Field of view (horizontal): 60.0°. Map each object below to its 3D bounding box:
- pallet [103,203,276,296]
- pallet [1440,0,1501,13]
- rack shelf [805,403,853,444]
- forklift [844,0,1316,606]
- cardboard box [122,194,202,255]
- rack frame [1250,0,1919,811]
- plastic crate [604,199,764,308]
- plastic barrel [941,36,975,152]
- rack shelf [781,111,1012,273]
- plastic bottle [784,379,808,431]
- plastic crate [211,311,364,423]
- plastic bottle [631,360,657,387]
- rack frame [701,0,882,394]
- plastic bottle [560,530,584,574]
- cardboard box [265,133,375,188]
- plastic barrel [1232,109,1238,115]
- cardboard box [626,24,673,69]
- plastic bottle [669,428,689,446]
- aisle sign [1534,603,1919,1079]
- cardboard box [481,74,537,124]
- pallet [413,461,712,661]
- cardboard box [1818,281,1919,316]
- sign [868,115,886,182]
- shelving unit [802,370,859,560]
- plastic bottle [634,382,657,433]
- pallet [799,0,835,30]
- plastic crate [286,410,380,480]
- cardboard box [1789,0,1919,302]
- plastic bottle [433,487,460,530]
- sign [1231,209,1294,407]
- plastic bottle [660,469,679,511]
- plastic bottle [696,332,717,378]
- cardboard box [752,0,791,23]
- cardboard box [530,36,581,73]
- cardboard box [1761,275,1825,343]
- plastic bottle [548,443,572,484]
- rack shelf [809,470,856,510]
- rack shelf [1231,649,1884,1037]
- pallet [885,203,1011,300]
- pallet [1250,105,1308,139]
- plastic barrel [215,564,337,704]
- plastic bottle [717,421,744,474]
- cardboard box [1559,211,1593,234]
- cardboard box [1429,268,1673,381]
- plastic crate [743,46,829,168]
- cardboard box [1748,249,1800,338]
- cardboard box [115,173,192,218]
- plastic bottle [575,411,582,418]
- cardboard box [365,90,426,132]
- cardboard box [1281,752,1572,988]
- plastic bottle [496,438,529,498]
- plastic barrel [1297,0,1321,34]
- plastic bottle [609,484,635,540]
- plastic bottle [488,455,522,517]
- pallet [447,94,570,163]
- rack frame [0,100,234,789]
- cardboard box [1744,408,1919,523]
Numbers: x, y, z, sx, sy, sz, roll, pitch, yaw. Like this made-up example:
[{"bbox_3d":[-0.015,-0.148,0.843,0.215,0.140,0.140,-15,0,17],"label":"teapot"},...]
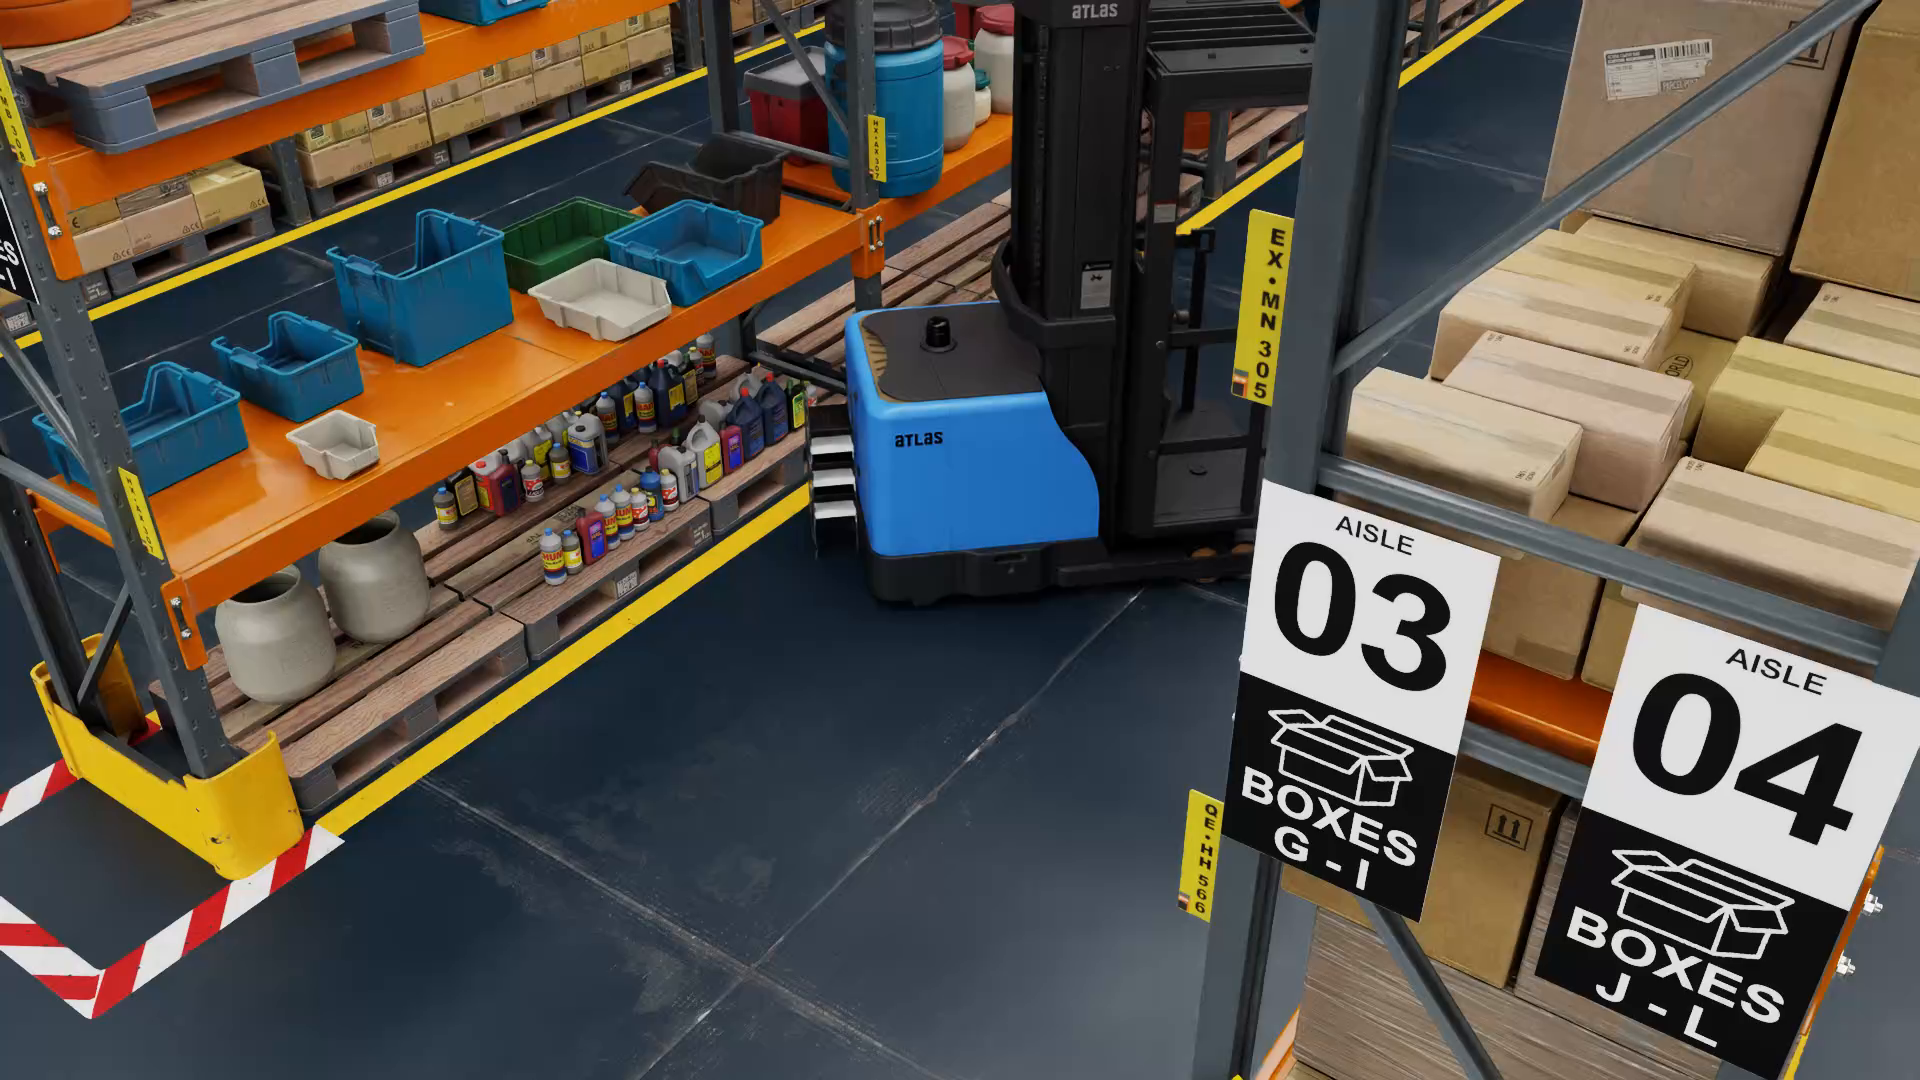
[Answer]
[{"bbox_3d":[-5.408,-2.065,11.115,1.003,0.211,1.213,21,39,28],"label":"pallet"},{"bbox_3d":[4.791,-5.430,16.090,1.003,0.211,1.213,21,39,28],"label":"pallet"},{"bbox_3d":[-0.618,-0.549,7.836,0.200,0.077,0.258,-6,34,-8],"label":"rack shelf"},{"bbox_3d":[1.000,-1.296,7.550,3.031,2.935,1.130,-6,34,-8],"label":"forklift"},{"bbox_3d":[-5.298,-2.097,10.753,0.500,0.250,0.500,21,39,28],"label":"cardboard box"},{"bbox_3d":[0.935,-1.051,1.771,1.000,3.000,0.127,21,39,28],"label":"rack frame"},{"bbox_3d":[-1.261,-1.331,7.673,0.499,0.251,0.616,21,39,28],"label":"plastic crate"},{"bbox_3d":[-0.127,-2.415,9.022,0.433,0.535,0.433,0,34,0],"label":"plastic barrel"},{"bbox_3d":[0.288,-2.611,10.075,1.077,0.370,4.000,21,39,28],"label":"rack shelf"},{"bbox_3d":[-0.856,-0.719,8.667,0.061,0.283,0.133,23,41,30],"label":"plastic bottle"},{"bbox_3d":[-2.719,-0.709,6.754,0.499,0.251,0.408,21,39,28],"label":"plastic crate"},{"bbox_3d":[-1.654,-0.834,8.778,0.144,0.351,0.185,22,40,29],"label":"plastic bottle"},{"bbox_3d":[-0.853,-1.988,8.513,1.000,3.000,0.127,21,39,28],"label":"rack frame"},{"bbox_3d":[-1.785,0.047,7.608,0.097,0.201,0.097,0,34,0],"label":"plastic bottle"},{"bbox_3d":[-4.486,-2.714,11.665,0.500,0.250,0.500,20,39,27],"label":"cardboard box"},{"bbox_3d":[1.942,-3.492,12.582,0.421,0.512,0.421,0,34,0],"label":"plastic barrel"},{"bbox_3d":[-2.739,-4.128,13.756,0.500,0.250,0.500,22,40,29],"label":"cardboard box"},{"bbox_3d":[-1.376,-0.441,8.257,0.061,0.283,0.133,21,39,28],"label":"plastic bottle"},{"bbox_3d":[1.147,0.482,2.539,0.394,0.787,0.004,21,39,28],"label":"aisle sign"},{"bbox_3d":[-3.610,-3.422,12.712,0.500,0.250,0.500,22,40,29],"label":"cardboard box"},{"bbox_3d":[-1.965,0.026,8.023,1.003,0.211,1.213,21,39,28],"label":"pallet"},{"bbox_3d":[1.908,-0.421,3.295,0.380,0.149,0.250,21,39,28],"label":"cardboard box"},{"bbox_3d":[-0.407,-1.922,8.168,0.100,0.325,0.005,21,39,28],"label":"sign"},{"bbox_3d":[-0.618,-0.353,7.968,0.210,0.900,0.258,-6,34,-8],"label":"shelving unit"},{"bbox_3d":[-1.637,-0.696,8.645,0.097,0.271,0.097,0,34,0],"label":"plastic bottle"},{"bbox_3d":[-1.486,-5.149,15.675,1.003,0.211,1.213,21,39,28],"label":"pallet"},{"bbox_3d":[-2.359,-0.348,6.322,0.298,0.136,0.250,21,39,28],"label":"plastic crate"},{"bbox_3d":[2.004,-0.777,3.242,0.500,0.500,0.500,21,39,28],"label":"cardboard box"},{"bbox_3d":[-2.446,-0.156,7.908,0.097,0.201,0.097,0,34,0],"label":"plastic bottle"},{"bbox_3d":[0.491,-0.361,2.639,0.100,0.325,0.005,21,39,28],"label":"sign"},{"bbox_3d":[-1.417,-0.250,8.047,0.097,0.201,0.097,0,34,0],"label":"plastic bottle"},{"bbox_3d":[-1.395,-1.034,9.144,0.097,0.271,0.097,0,34,0],"label":"plastic bottle"},{"bbox_3d":[-1.851,-4.921,14.688,0.500,0.500,0.500,20,39,27],"label":"cardboard box"},{"bbox_3d":[-3.317,-3.888,12.901,0.500,0.311,0.500,21,39,28],"label":"cardboard box"},{"bbox_3d":[1.997,-0.351,3.548,0.500,0.250,0.500,21,39,28],"label":"cardboard box"},{"bbox_3d":[-1.986,-0.386,8.249,0.097,0.201,0.097,0,34,0],"label":"plastic bottle"},{"bbox_3d":[-0.618,-0.251,8.038,0.200,0.077,0.258,-6,34,-8],"label":"rack shelf"},{"bbox_3d":[2.076,-0.431,4.174,1.077,0.370,4.000,21,39,28],"label":"rack shelf"},{"bbox_3d":[0.258,-1.771,10.680,1.003,0.211,1.213,21,39,28],"label":"pallet"},{"bbox_3d":[2.540,-3.609,13.399,1.003,0.211,1.213,21,39,28],"label":"pallet"},{"bbox_3d":[-2.821,0.382,6.854,0.421,0.512,0.421,0,34,0],"label":"plastic barrel"},{"bbox_3d":[-1.151,-0.480,8.315,0.061,0.283,0.133,24,41,31],"label":"plastic bottle"},{"bbox_3d":[1.585,-0.735,3.760,0.380,0.149,0.250,19,39,26],"label":"cardboard box"},{"bbox_3d":[1.148,-0.382,3.237,0.380,0.149,0.250,19,39,26],"label":"cardboard box"},{"bbox_3d":[-0.828,-2.336,8.969,0.402,0.464,0.583,21,39,28],"label":"plastic crate"},{"bbox_3d":[1.583,-0.513,3.787,0.500,0.250,0.500,22,40,29],"label":"cardboard box"},{"bbox_3d":[-5.299,-2.408,10.544,0.500,0.500,0.500,21,39,28],"label":"cardboard box"},{"bbox_3d":[-1.942,-0.563,8.510,0.097,0.201,0.097,0,34,0],"label":"plastic bottle"},{"bbox_3d":[-4.190,-3.179,11.852,0.500,0.311,0.500,21,39,28],"label":"cardboard box"},{"bbox_3d":[1.046,0.523,3.551,0.500,0.500,0.500,21,39,28],"label":"cardboard box"},{"bbox_3d":[-2.201,-0.358,8.140,0.152,0.276,0.135,20,39,27],"label":"plastic bottle"},{"bbox_3d":[2.981,-4.404,13.583,0.600,0.901,0.708,21,39,28],"label":"plastic barrel"},{"bbox_3d":[-1.591,-0.138,7.820,0.097,0.271,0.097,0,34,0],"label":"plastic bottle"},{"bbox_3d":[-2.192,-0.263,7.994,0.061,0.283,0.133,21,39,28],"label":"plastic bottle"},{"bbox_3d":[-3.837,-3.333,12.990,1.003,0.211,1.213,21,39,28],"label":"pallet"},{"bbox_3d":[-3.133,-0.148,5.791,1.000,3.000,0.127,21,39,28],"label":"rack frame"},{"bbox_3d":[1.510,-0.052,2.750,0.380,0.149,0.250,22,40,29],"label":"cardboard box"}]
